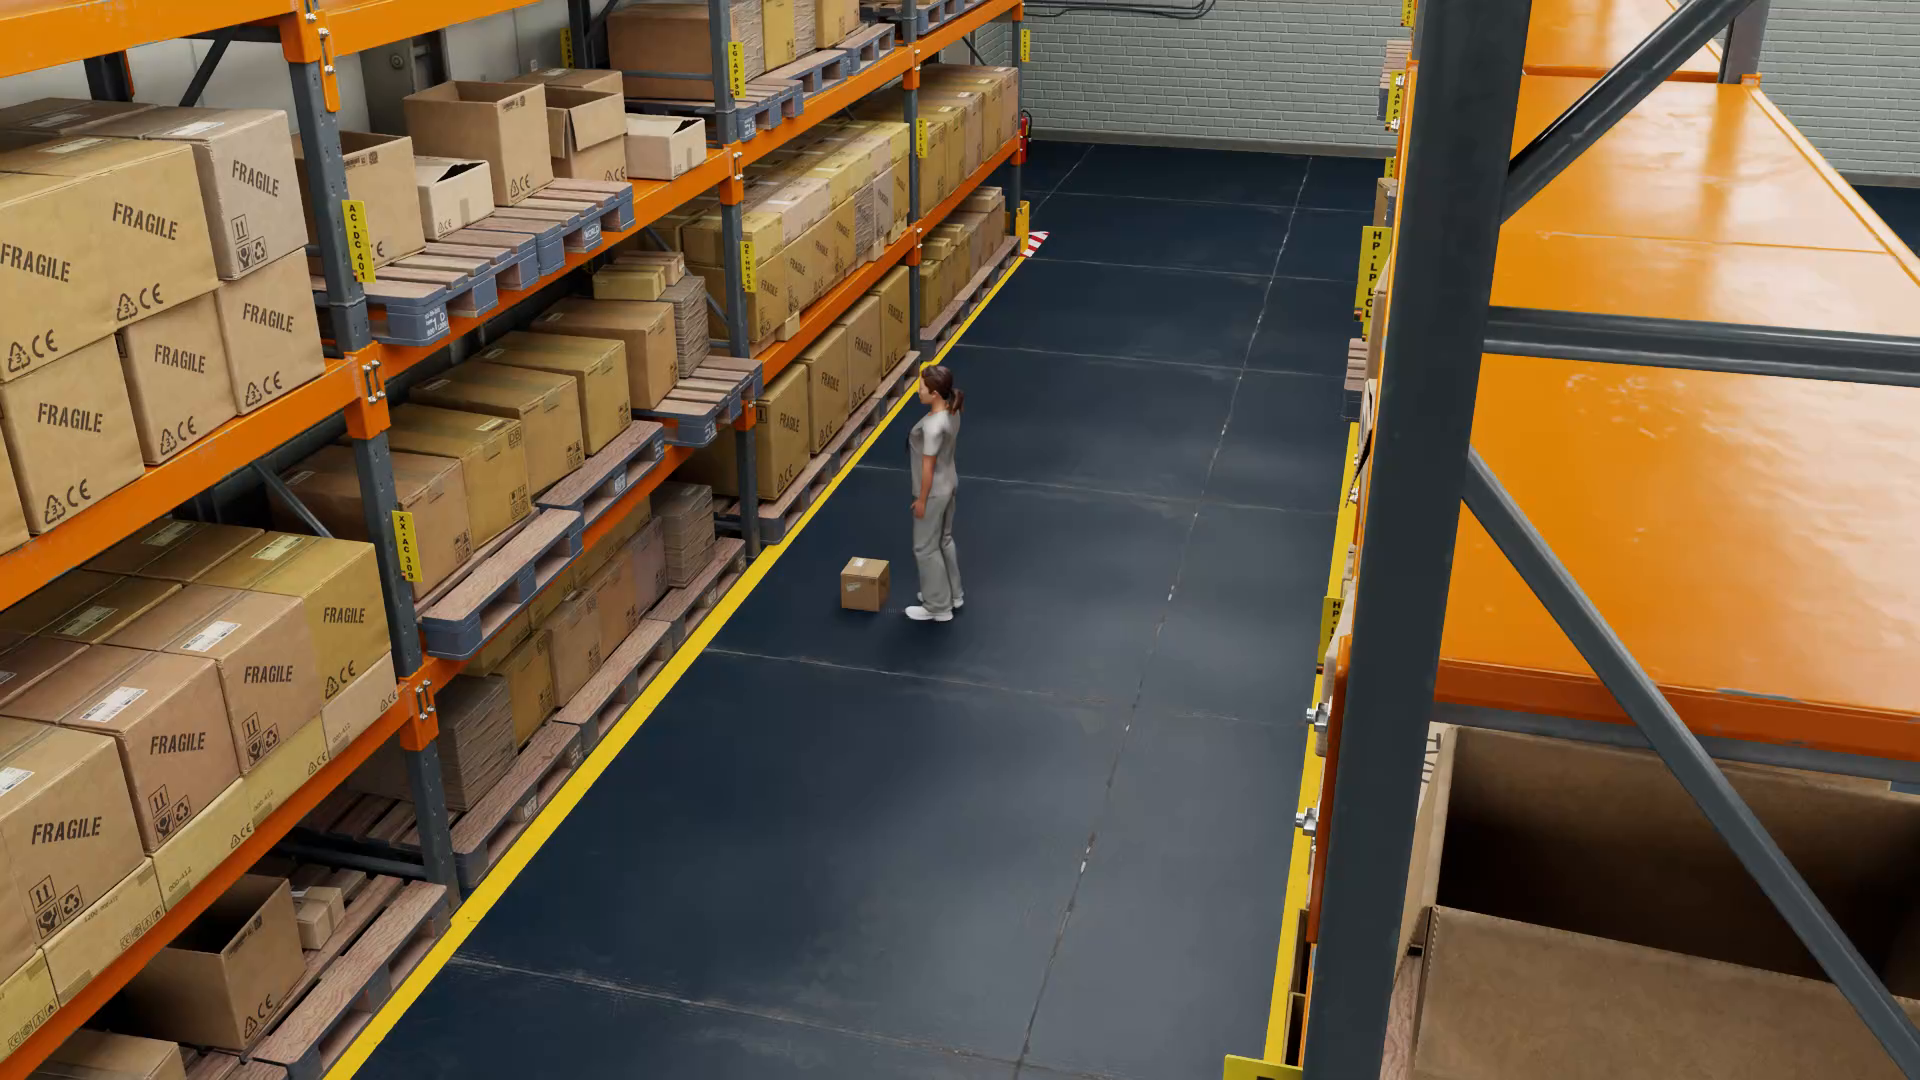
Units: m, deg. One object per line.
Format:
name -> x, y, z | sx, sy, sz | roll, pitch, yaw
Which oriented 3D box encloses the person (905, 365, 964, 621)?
person -> -0.146, -0.292, 10.324 | 0.362, 1.670, 0.437 | 7, 26, 14
